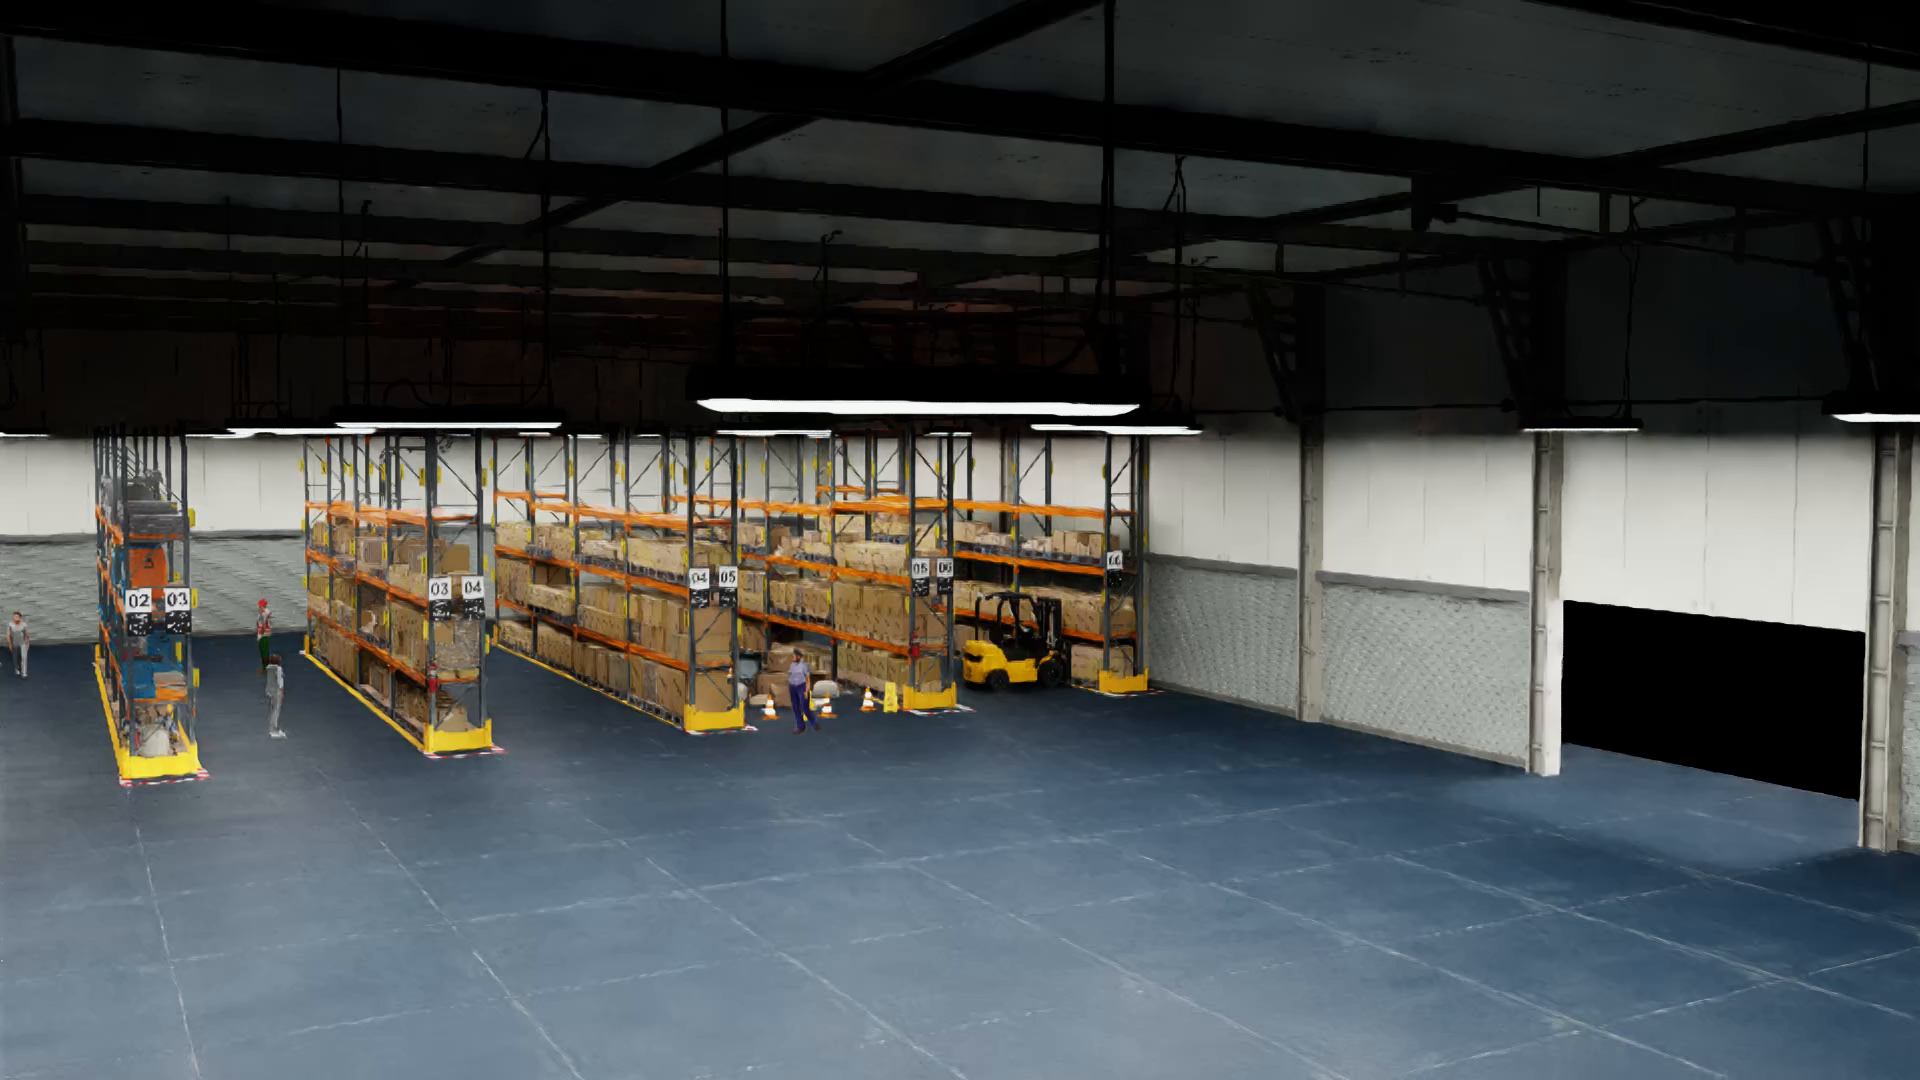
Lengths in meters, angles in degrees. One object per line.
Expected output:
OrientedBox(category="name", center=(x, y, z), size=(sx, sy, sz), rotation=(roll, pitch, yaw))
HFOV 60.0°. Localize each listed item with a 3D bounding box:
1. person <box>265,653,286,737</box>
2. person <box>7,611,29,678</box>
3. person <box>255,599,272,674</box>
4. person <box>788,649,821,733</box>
OrientedBox(category="person", center=(-13.163, 2.968, 32.032), size=(0.504, 1.603, 0.419), rotation=(2, 4, 33))
OrientedBox(category="person", center=(-22.632, 2.493, 39.948), size=(0.446, 1.590, 1.110), rotation=(-2, 4, -26))
OrientedBox(category="person", center=(-17.145, 2.354, 40.902), size=(0.401, 1.826, 0.587), rotation=(-1, 4, -12))
OrientedBox(category="person", center=(-3.047, 2.942, 32.418), size=(0.669, 1.636, 0.479), rotation=(2, 4, 35))
